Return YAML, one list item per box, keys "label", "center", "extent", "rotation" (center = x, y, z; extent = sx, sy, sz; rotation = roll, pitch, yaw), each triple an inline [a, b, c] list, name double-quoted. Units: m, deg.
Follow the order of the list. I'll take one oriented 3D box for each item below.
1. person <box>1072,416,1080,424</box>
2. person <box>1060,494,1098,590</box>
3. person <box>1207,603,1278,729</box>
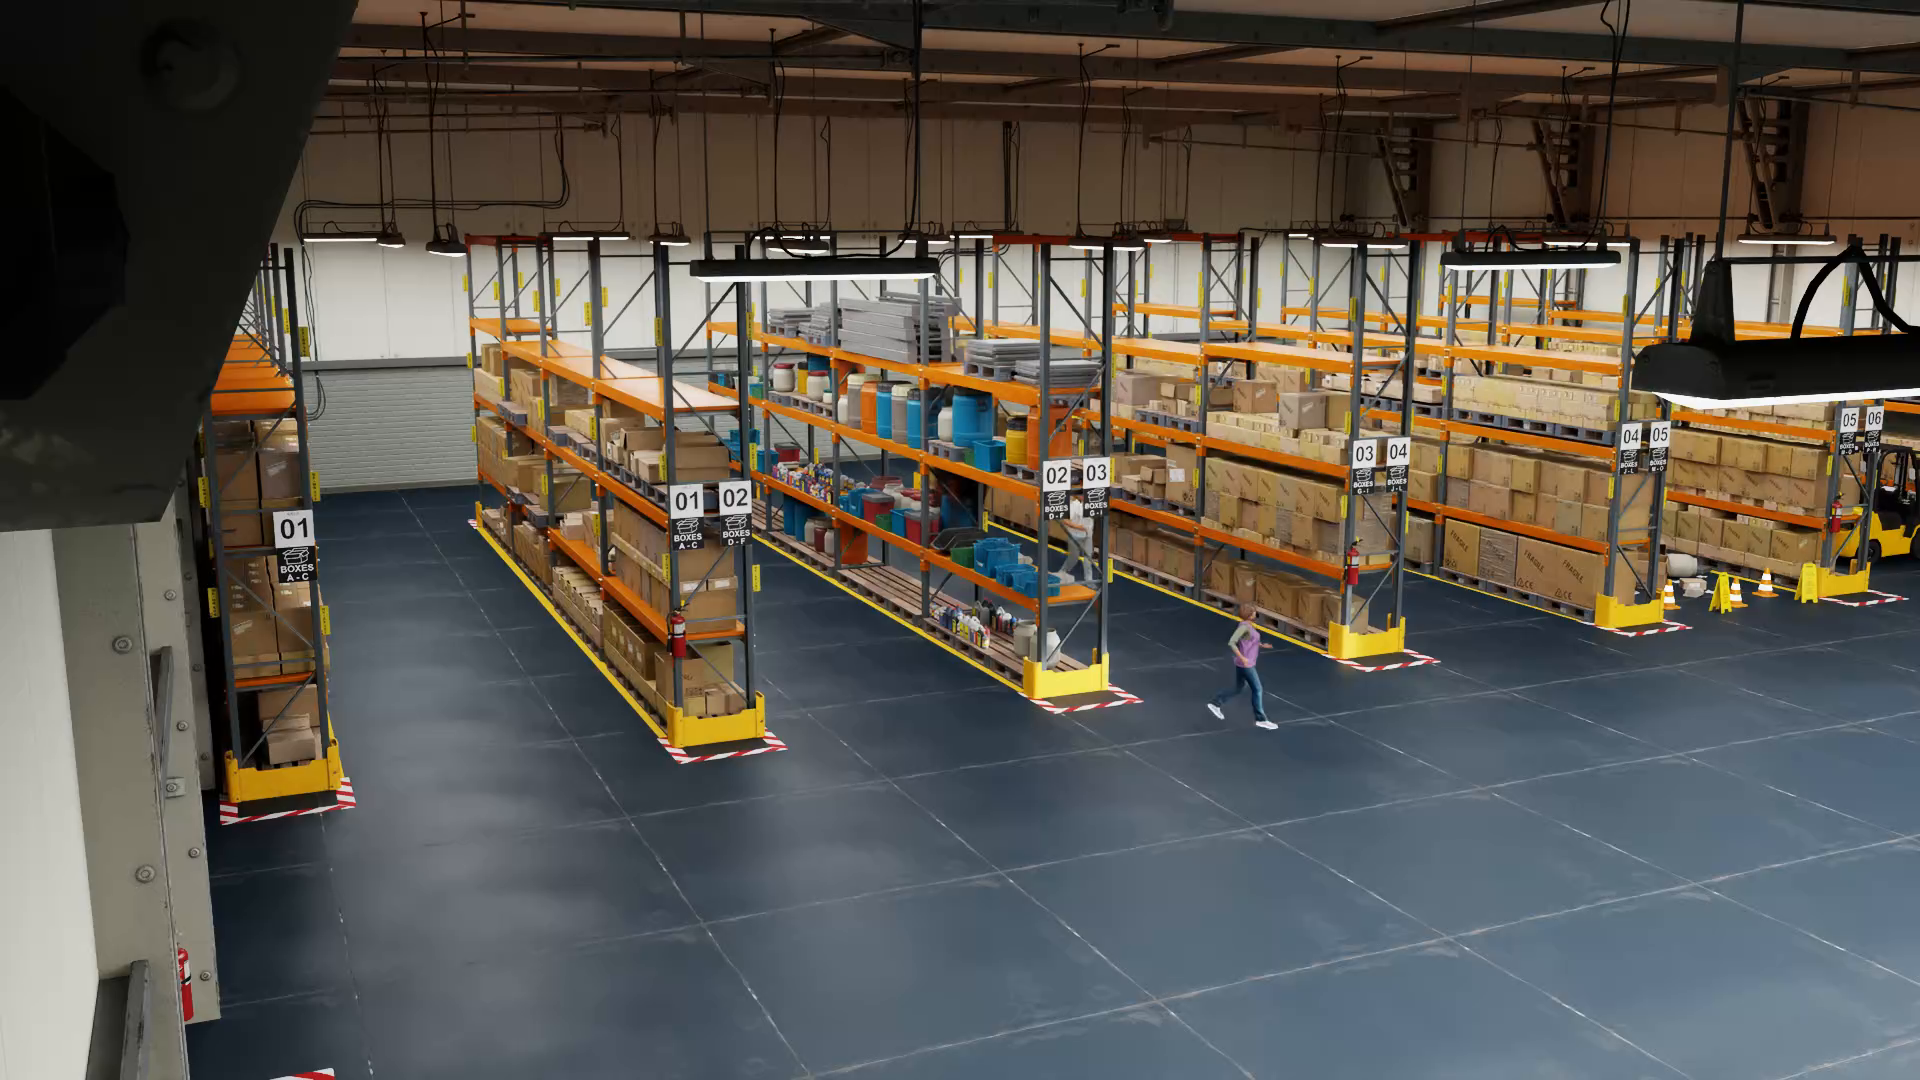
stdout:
- label: "person"
  center: [2.682, -2.131, 39.604]
  extent: [0.776, 1.748, 0.605]
  rotation: [1, 11, 5]
- label: "person"
  center: [1.984, -0.042, 27.493]
  extent: [0.613, 1.684, 0.833]
  rotation: [-8, 13, -35]
- label: "person"
  center: [3.548, 1.611, 20.785]
  extent: [0.886, 1.491, 0.545]
  rotation: [2, 11, 9]
